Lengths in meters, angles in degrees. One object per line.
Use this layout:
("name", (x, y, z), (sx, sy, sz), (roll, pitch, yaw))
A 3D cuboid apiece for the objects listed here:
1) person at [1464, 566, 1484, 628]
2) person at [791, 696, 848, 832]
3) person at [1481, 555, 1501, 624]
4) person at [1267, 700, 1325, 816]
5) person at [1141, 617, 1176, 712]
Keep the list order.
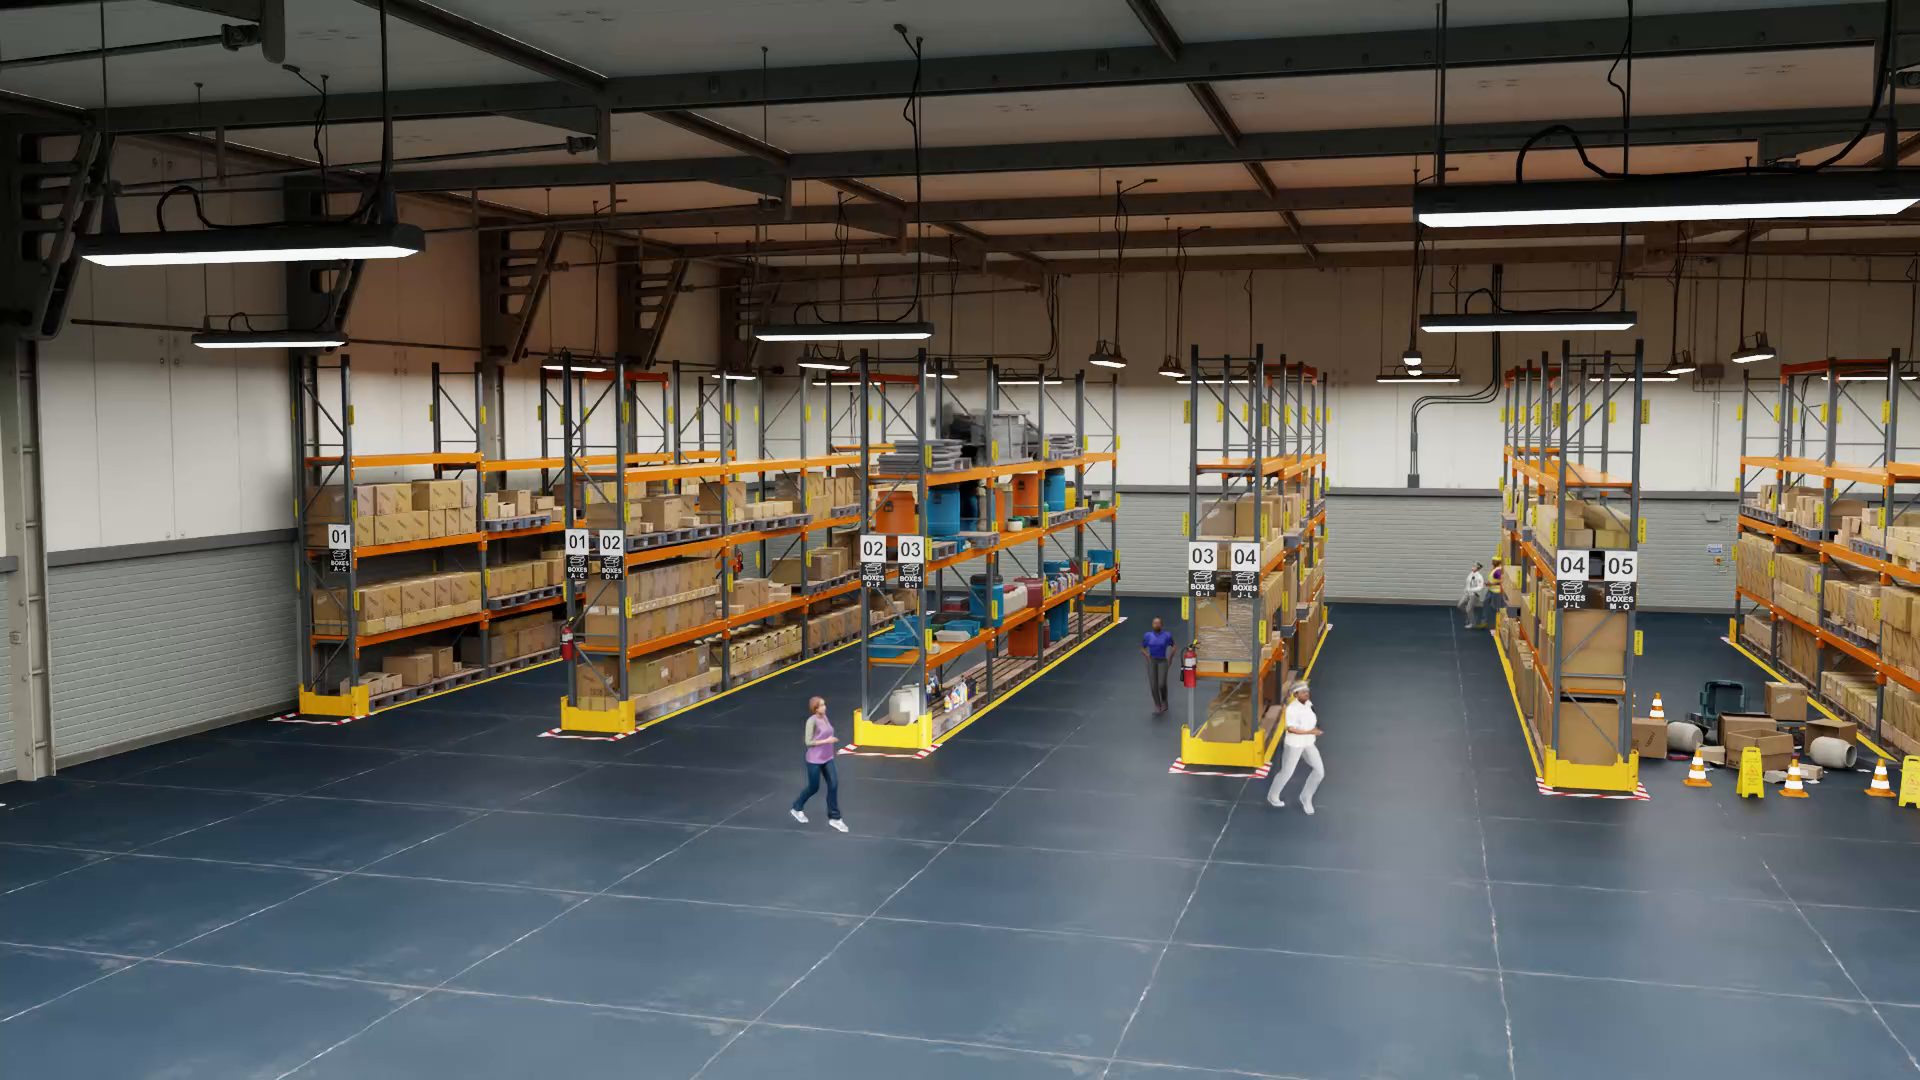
("person", (12.001, 1.303, 38.952), (0.455, 1.575, 0.683), (-1, 4, -11))
("person", (-1.701, 2.726, 20.035), (0.799, 1.516, 0.532), (3, 5, 34))
("person", (12.594, 1.159, 38.903), (0.736, 1.662, 0.716), (0, 4, -2))
("person", (4.230, 2.718, 20.942), (0.380, 1.452, 0.765), (-3, 5, -31))
("person", (3.306, 2.098, 27.882), (0.576, 1.617, 0.573), (1, 4, 14))
